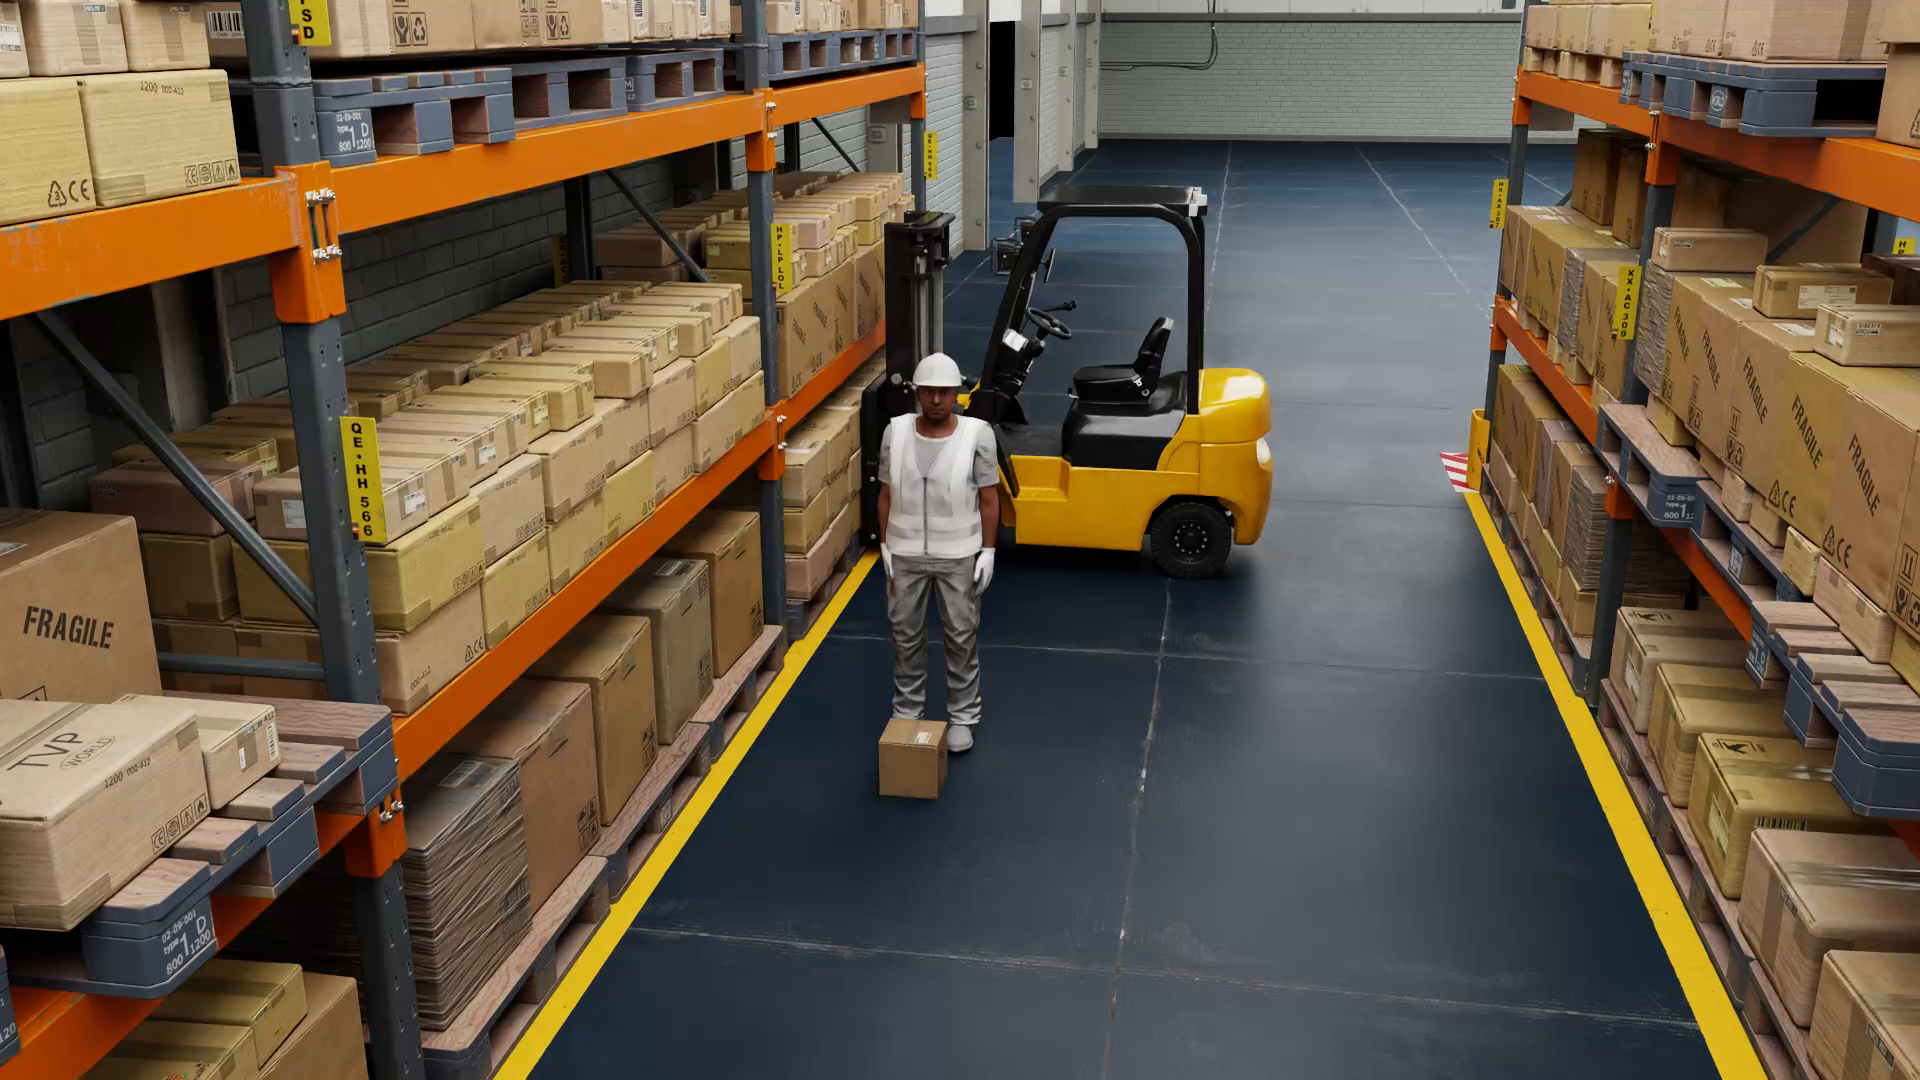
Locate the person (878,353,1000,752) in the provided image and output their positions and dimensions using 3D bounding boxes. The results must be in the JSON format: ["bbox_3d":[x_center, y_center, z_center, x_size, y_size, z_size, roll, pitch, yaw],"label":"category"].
[{"bbox_3d":[-0.102,0.068,7.339,0.540,1.803,0.350,3,18,10],"label":"person"}]
